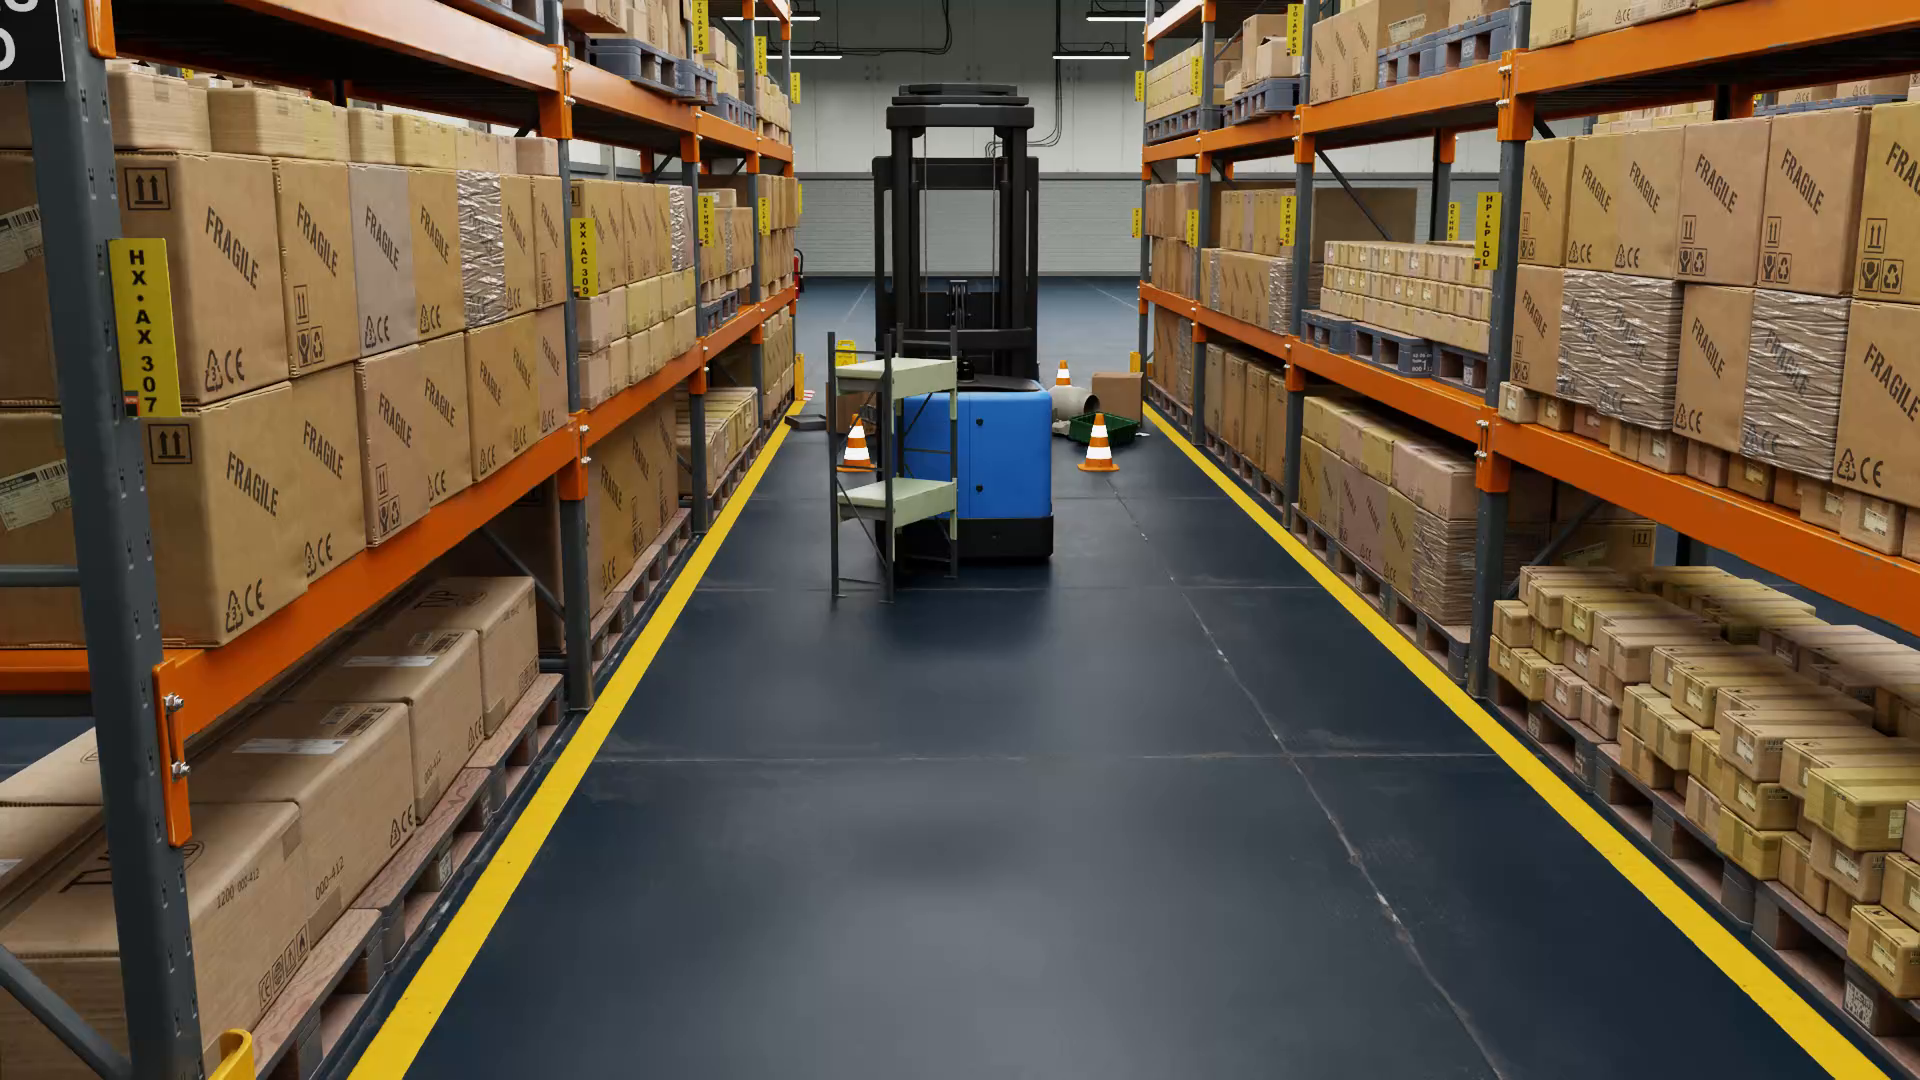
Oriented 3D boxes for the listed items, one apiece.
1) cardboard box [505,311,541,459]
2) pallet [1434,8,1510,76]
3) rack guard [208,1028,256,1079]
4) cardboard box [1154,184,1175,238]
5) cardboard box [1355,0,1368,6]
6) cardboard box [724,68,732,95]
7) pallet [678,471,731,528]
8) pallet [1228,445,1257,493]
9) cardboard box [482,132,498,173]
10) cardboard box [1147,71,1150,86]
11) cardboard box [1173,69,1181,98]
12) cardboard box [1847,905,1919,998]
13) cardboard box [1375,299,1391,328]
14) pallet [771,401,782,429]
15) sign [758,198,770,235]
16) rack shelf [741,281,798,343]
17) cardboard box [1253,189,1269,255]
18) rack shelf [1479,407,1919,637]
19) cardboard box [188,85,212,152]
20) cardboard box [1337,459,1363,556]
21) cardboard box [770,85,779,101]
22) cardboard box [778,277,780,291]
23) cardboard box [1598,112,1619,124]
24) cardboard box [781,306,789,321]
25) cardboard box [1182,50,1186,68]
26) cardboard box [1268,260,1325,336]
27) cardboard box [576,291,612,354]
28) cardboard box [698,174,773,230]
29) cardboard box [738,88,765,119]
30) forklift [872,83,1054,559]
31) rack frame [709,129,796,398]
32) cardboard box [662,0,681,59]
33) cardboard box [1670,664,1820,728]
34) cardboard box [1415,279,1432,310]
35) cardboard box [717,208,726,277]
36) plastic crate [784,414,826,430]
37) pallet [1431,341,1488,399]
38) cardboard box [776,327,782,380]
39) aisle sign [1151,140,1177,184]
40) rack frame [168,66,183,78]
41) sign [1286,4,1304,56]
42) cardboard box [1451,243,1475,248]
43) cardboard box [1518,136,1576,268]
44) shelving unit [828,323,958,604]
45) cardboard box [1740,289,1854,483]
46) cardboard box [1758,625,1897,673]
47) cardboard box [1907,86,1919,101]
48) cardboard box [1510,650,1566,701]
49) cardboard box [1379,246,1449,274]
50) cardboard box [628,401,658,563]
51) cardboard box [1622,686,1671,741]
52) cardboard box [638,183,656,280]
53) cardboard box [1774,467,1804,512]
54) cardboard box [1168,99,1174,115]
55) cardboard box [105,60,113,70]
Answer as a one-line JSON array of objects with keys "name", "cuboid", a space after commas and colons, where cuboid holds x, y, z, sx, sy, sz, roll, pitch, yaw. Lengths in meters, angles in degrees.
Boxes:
[{"name": "cardboard box", "cuboid": [-1.850, -0.574, 6.093, 0.500, 0.500, 0.500, -1, 11, -3]}, {"name": "pallet", "cuboid": [2.910, -2.260, 7.583, 1.213, 0.211, 1.003, 0, 11, -1]}, {"name": "rack guard", "cuboid": [-2.048, 1.306, 3.362, 1.175, 0.500, 0.348, 0, 11, -1]}, {"name": "cardboard box", "cuboid": [2.516, -3.452, 17.439, 0.875, 0.550, 0.550, 0, 11, -1]}, {"name": "cardboard box", "cuboid": [2.521, -3.214, 9.635, 0.396, 0.266, 0.258, 0, 11, -1]}, {"name": "cardboard box", "cuboid": [-2.134, -3.695, 13.505, 0.500, 0.250, 0.500, 0, 11, 0]}, {"name": "pallet", "cuboid": [-2.228, -0.302, 12.019, 1.003, 0.211, 1.213, 0, 11, -1]}, {"name": "pallet", "cuboid": [2.770, -0.586, 13.419, 1.003, 0.211, 1.213, 0, 11, -1]}, {"name": "cardboard box", "cuboid": [-1.914, -1.413, 6.082, 0.380, 0.149, 0.250, 0, 11, -1]}, {"name": "cardboard box", "cuboid": [2.257, -5.069, 18.276, 0.380, 0.149, 0.250, 0, 11, -1]}, {"name": "cardboard box", "cuboid": [2.365, -4.443, 16.192, 0.500, 0.250, 0.500, 0, 11, -2]}, {"name": "cardboard box", "cuboid": [2.573, 1.073, 4.340, 0.380, 0.149, 0.250, 0, 11, 1]}, {"name": "cardboard box", "cuboid": [2.570, -1.283, 9.417, 0.380, 0.149, 0.250, 0, 11, 0]}, {"name": "pallet", "cuboid": [-2.374, -1.319, 17.028, 1.003, 0.211, 1.213, 0, 11, -1]}, {"name": "sign", "cuboid": [-1.741, -2.879, 14.795, 0.100, 0.325, 0.005, 0, 11, -1]}, {"name": "rack shelf", "cuboid": [-2.338, -2.354, 16.926, 1.077, 0.370, 4.000, 0, 11, -1]}, {"name": "cardboard box", "cuboid": [2.699, -2.487, 13.005, 0.700, 0.500, 0.500, 0, 11, -2]}, {"name": "rack shelf", "cuboid": [2.857, -0.009, 5.368, 1.077, 0.370, 4.000, 0, 11, -1]}, {"name": "cardboard box", "cuboid": [-1.855, -0.904, 3.572, 0.380, 0.149, 0.250, 0, 11, 0]}, {"name": "cardboard box", "cuboid": [2.522, -0.191, 9.688, 0.500, 0.500, 0.500, -1, 11, -3]}, {"name": "cardboard box", "cuboid": [-2.011, -4.471, 16.635, 0.380, 0.149, 0.250, 0, 11, 0]}, {"name": "cardboard box", "cuboid": [-2.061, -2.653, 17.226, 0.380, 0.149, 0.250, 0, 11, -2]}, {"name": "cardboard box", "cuboid": [7.212, -4.629, 18.162, 0.380, 0.149, 0.250, 0, 11, 0]}, {"name": "cardboard box", "cuboid": [-2.027, -2.417, 17.769, 0.380, 0.149, 0.250, 0, 11, 0]}, {"name": "cardboard box", "cuboid": [2.310, -4.563, 15.781, 0.380, 0.149, 0.250, 0, 11, 0]}, {"name": "cardboard box", "cuboid": [2.456, -1.692, 11.601, 0.500, 0.500, 0.500, 0, 11, -1]}, {"name": "cardboard box", "cuboid": [-1.858, -0.979, 7.459, 0.500, 0.250, 0.500, -1, 11, -3]}, {"name": "cardboard box", "cuboid": [-2.089, -3.082, 15.192, 0.700, 0.500, 0.500, 0, 11, -2]}, {"name": "cardboard box", "cuboid": [-2.032, -3.940, 15.019, 0.500, 0.250, 0.500, 0, 11, -2]}, {"name": "forklift", "cuboid": [-0.043, -1.561, 11.384, 1.130, 2.935, 3.031, -1, 11, -4]}, {"name": "rack frame", "cuboid": [-2.379, -3.104, 18.815, 1.000, 3.000, 0.127, 0, 11, -1]}, {"name": "cardboard box", "cuboid": [-2.003, -3.043, 9.660, 0.700, 0.500, 0.500, -1, 11, -4]}, {"name": "cardboard box", "cuboid": [2.623, 0.521, 5.565, 0.380, 0.149, 0.250, 0, 11, -1]}, {"name": "cardboard box", "cuboid": [2.587, -1.274, 8.620, 0.380, 0.149, 0.250, -1, 11, -4]}, {"name": "cardboard box", "cuboid": [-2.027, -2.214, 12.371, 0.500, 0.500, 0.500, 0, 11, 0]}, {"name": "plastic crate", "cuboid": [-1.509, -1.193, 16.740, 0.402, 0.080, 0.583, -4, 12, -21]}, {"name": "pallet", "cuboid": [2.946, -0.818, 8.027, 1.003, 0.211, 1.213, 0, 11, -1]}, {"name": "cardboard box", "cuboid": [-2.070, -1.862, 16.668, 0.500, 0.500, 0.500, 0, 11, 2]}, {"name": "aisle sign", "cuboid": [2.267, -4.431, 18.819, 0.394, 0.787, 0.004, 0, 11, -1]}, {"name": "rack frame", "cuboid": [-7.259, -5.228, 14.195, 1.000, 3.000, 0.127, 0, 11, -1]}, {"name": "sign", "cuboid": [2.178, -3.316, 10.814, 0.100, 0.325, 0.005, 0, 11, -1]}, {"name": "cardboard box", "cuboid": [3.210, -1.731, 10.126, 0.380, 0.149, 0.250, 0, 11, 1]}, {"name": "cardboard box", "cuboid": [2.582, -1.353, 6.670, 0.500, 0.500, 0.500, 0, 11, 0]}, {"name": "shelving unit", "cuboid": [-0.373, -0.461, 9.559, 0.431, 1.500, 0.755, 6, 13, 28]}, {"name": "cardboard box", "cuboid": [2.607, -0.450, 4.734, 0.500, 0.500, 0.500, 0, 11, -1]}, {"name": "cardboard box", "cuboid": [3.166, 0.416, 6.082, 0.380, 0.149, 0.250, -1, 11, -4]}, {"name": "cardboard box", "cuboid": [7.408, -3.243, 12.332, 0.500, 0.250, 0.500, 0, 11, 0]}, {"name": "cardboard box", "cuboid": [2.508, 0.559, 6.874, 0.380, 0.149, 0.250, 0, 11, 1]}, {"name": "cardboard box", "cuboid": [2.578, -1.574, 9.355, 0.380, 0.149, 0.250, 0, 11, 1]}, {"name": "cardboard box", "cuboid": [-2.268, -0.363, 9.593, 0.875, 0.875, 0.875, 0, 11, 0]}, {"name": "cardboard box", "cuboid": [2.566, 0.617, 5.839, 0.380, 0.149, 0.250, 0, 11, -2]}, {"name": "cardboard box", "cuboid": [-1.916, -1.650, 8.880, 0.500, 0.500, 0.500, 0, 11, -2]}, {"name": "cardboard box", "cuboid": [2.671, -0.161, 4.939, 0.380, 0.149, 0.250, -1, 11, -4]}, {"name": "cardboard box", "cuboid": [2.291, -4.325, 16.615, 0.380, 0.149, 0.250, 0, 11, -1]}, {"name": "cardboard box", "cuboid": [-6.984, -3.673, 12.994, 0.500, 0.311, 0.500, -1, 11, -3]}]
